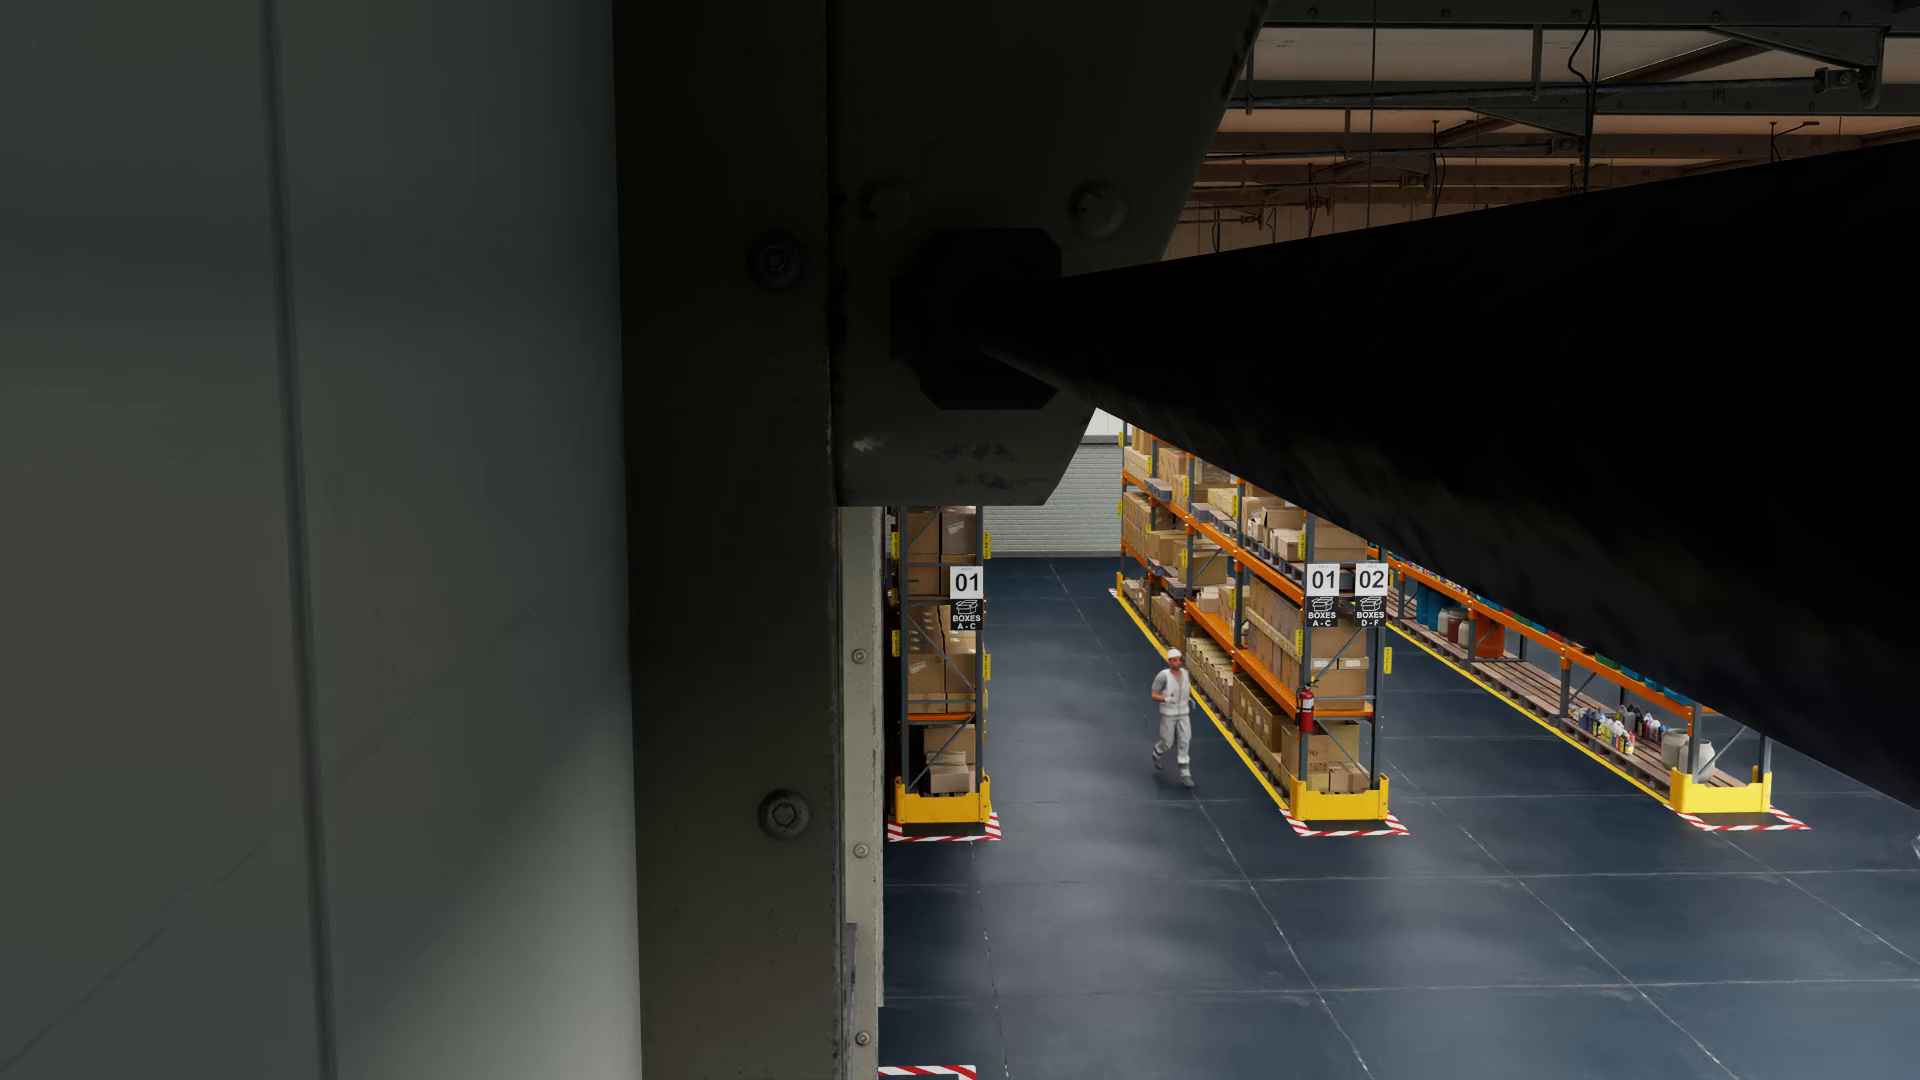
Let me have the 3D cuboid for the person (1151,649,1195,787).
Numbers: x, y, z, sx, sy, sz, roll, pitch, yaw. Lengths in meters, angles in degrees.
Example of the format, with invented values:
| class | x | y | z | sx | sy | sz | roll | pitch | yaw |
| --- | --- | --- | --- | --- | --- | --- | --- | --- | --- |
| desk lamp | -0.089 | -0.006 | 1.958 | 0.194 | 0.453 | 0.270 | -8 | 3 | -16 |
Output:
| class | x | y | z | sx | sy | sz | roll | pitch | yaw |
| --- | --- | --- | --- | --- | --- | --- | --- | --- | --- |
| person | 2.852 | 2.314 | 22.073 | 0.658 | 1.757 | 1.023 | -3 | 8 | -19 |
